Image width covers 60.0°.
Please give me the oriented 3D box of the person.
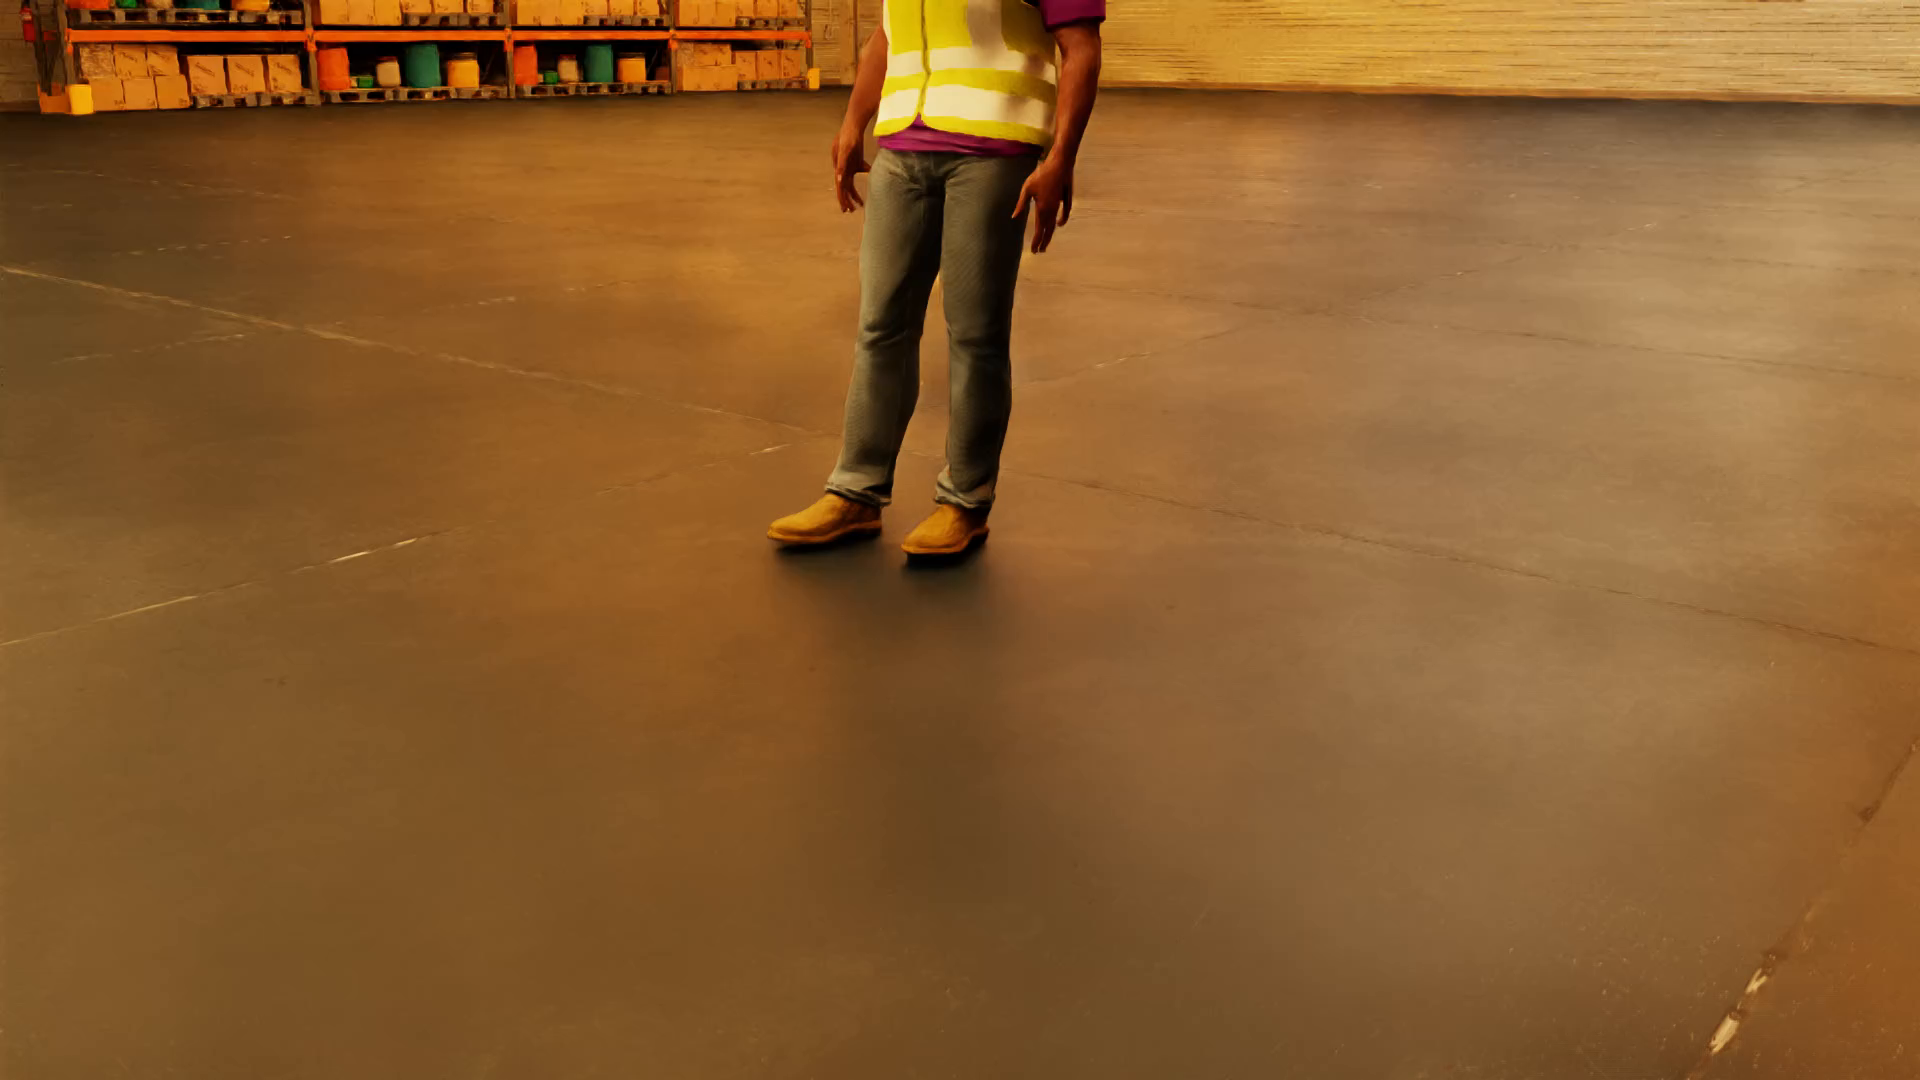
[{"bbox_3d":[-0.049,-0.837,3.635,0.665,1.766,0.576,13,21,37],"label":"person"}]
